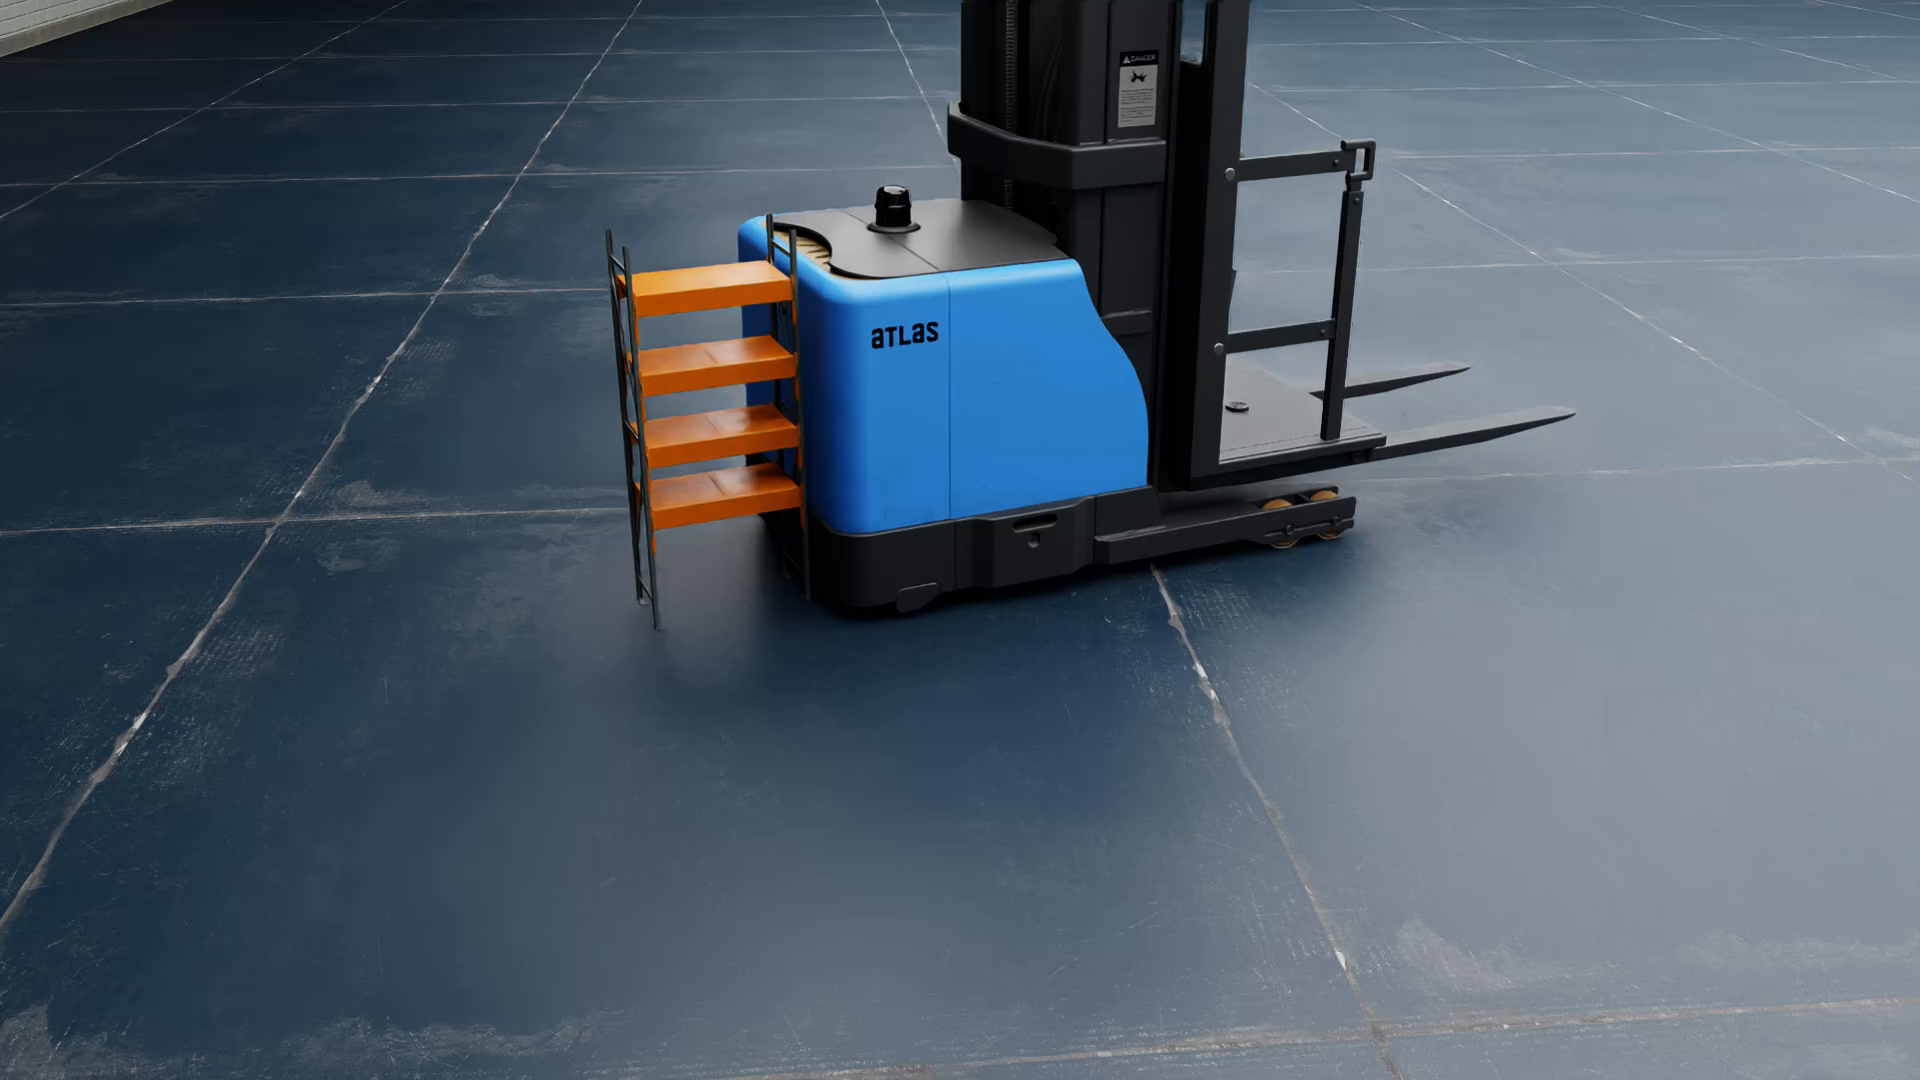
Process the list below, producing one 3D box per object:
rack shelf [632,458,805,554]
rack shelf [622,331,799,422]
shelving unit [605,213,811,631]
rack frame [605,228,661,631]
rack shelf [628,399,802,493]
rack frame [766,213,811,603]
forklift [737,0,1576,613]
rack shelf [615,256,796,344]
[{"bbox_3d":[-0.754,-0.111,5.176,0.480,0.148,0.258,-10,26,-22],"label":"rack shelf"},{"bbox_3d":[-0.754,-0.497,5.005,0.480,0.148,0.258,-10,26,-22],"label":"rack shelf"},{"bbox_3d":[-0.754,-0.354,5.068,0.503,1.200,0.258,-10,26,-22],"label":"shelving unit"},{"bbox_3d":[-0.977,-0.314,4.979,0.015,1.200,0.240,-10,26,-22],"label":"rack frame"},{"bbox_3d":[-0.754,-0.292,5.096,0.480,0.148,0.258,-10,26,-22],"label":"rack shelf"},{"bbox_3d":[-0.530,-0.393,5.158,0.015,1.200,0.240,-10,26,-22],"label":"rack frame"},{"bbox_3d":[0.813,-1.494,5.503,3.031,2.935,1.130,-10,26,-22],"label":"forklift"},{"bbox_3d":[-0.754,-0.713,4.909,0.480,0.148,0.258,-10,26,-22],"label":"rack shelf"}]
